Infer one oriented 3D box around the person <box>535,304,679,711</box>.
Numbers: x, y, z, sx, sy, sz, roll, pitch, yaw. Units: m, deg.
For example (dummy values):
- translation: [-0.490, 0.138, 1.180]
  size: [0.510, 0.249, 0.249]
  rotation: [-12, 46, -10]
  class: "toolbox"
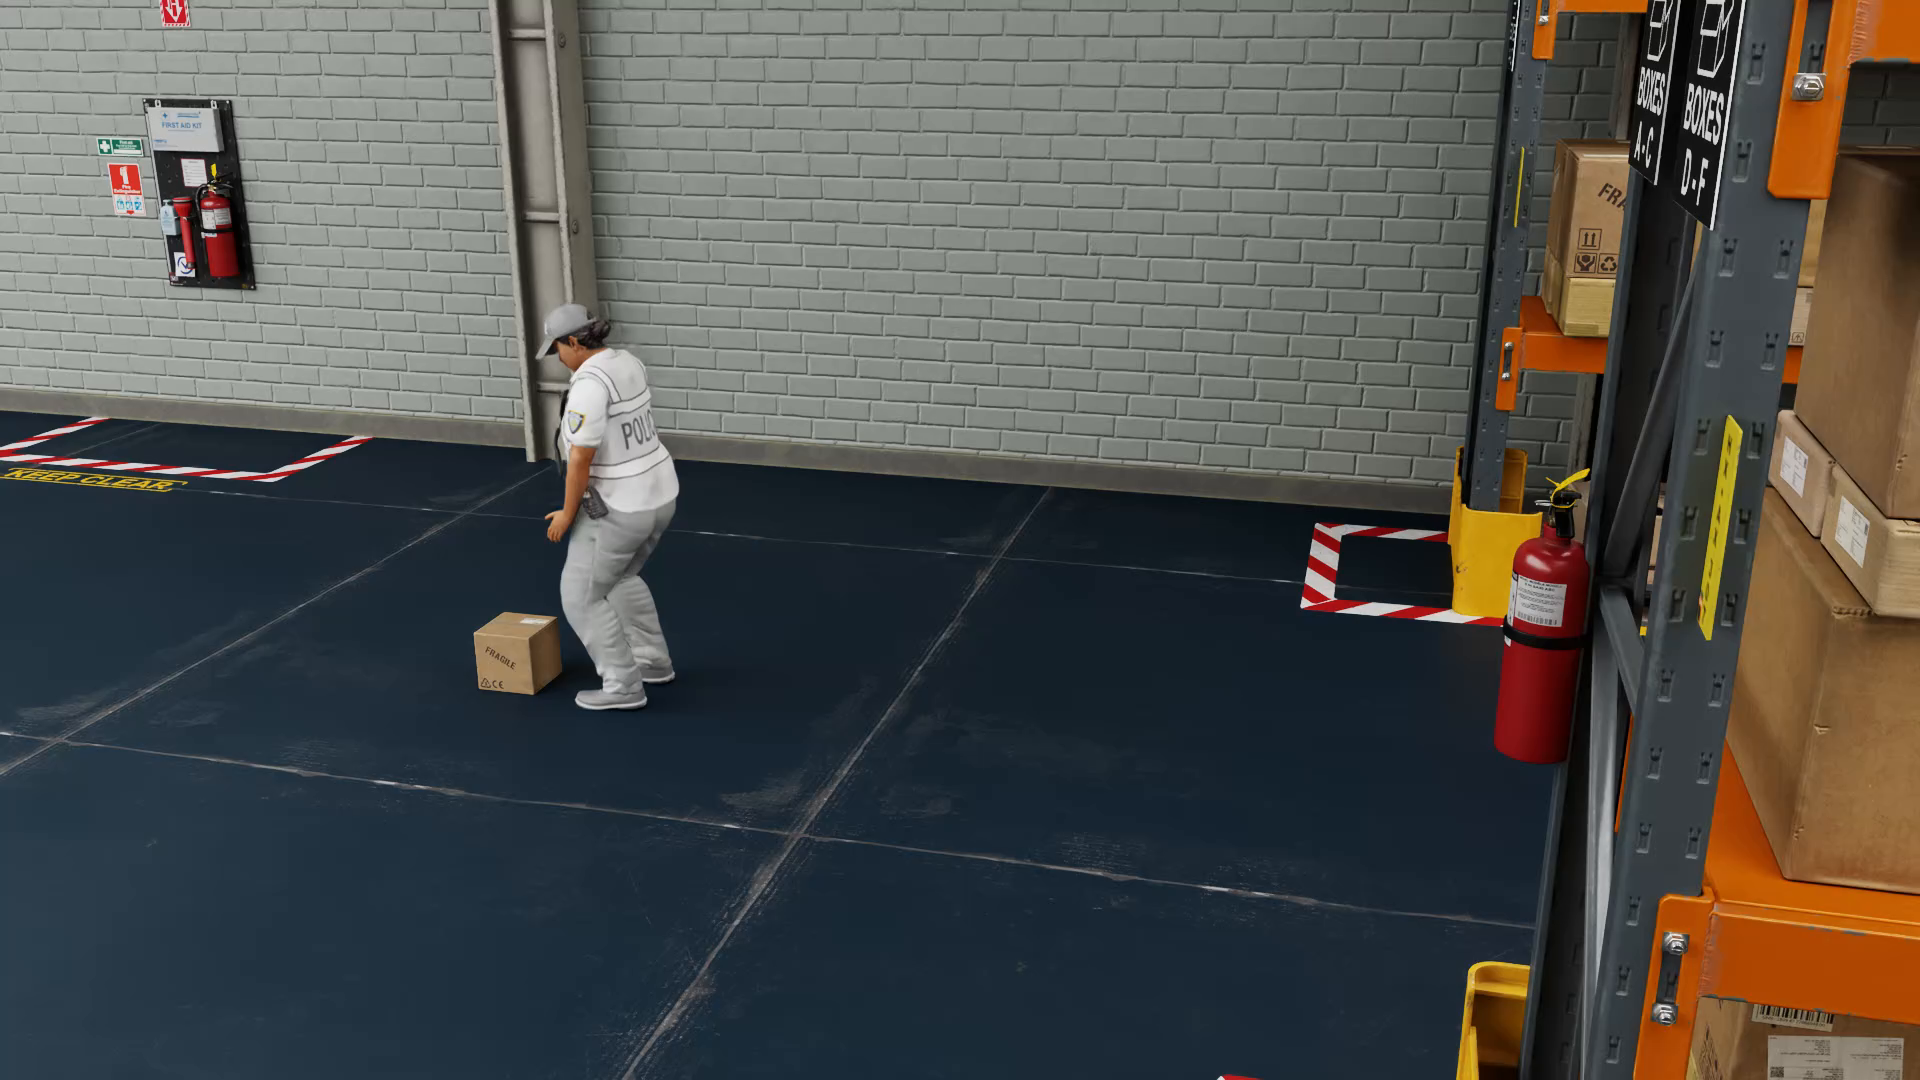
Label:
- translation: [-1.381, -0.124, 6.536]
  size: [0.496, 1.610, 0.500]
  rotation: [5, 19, 15]
  class: "person"
